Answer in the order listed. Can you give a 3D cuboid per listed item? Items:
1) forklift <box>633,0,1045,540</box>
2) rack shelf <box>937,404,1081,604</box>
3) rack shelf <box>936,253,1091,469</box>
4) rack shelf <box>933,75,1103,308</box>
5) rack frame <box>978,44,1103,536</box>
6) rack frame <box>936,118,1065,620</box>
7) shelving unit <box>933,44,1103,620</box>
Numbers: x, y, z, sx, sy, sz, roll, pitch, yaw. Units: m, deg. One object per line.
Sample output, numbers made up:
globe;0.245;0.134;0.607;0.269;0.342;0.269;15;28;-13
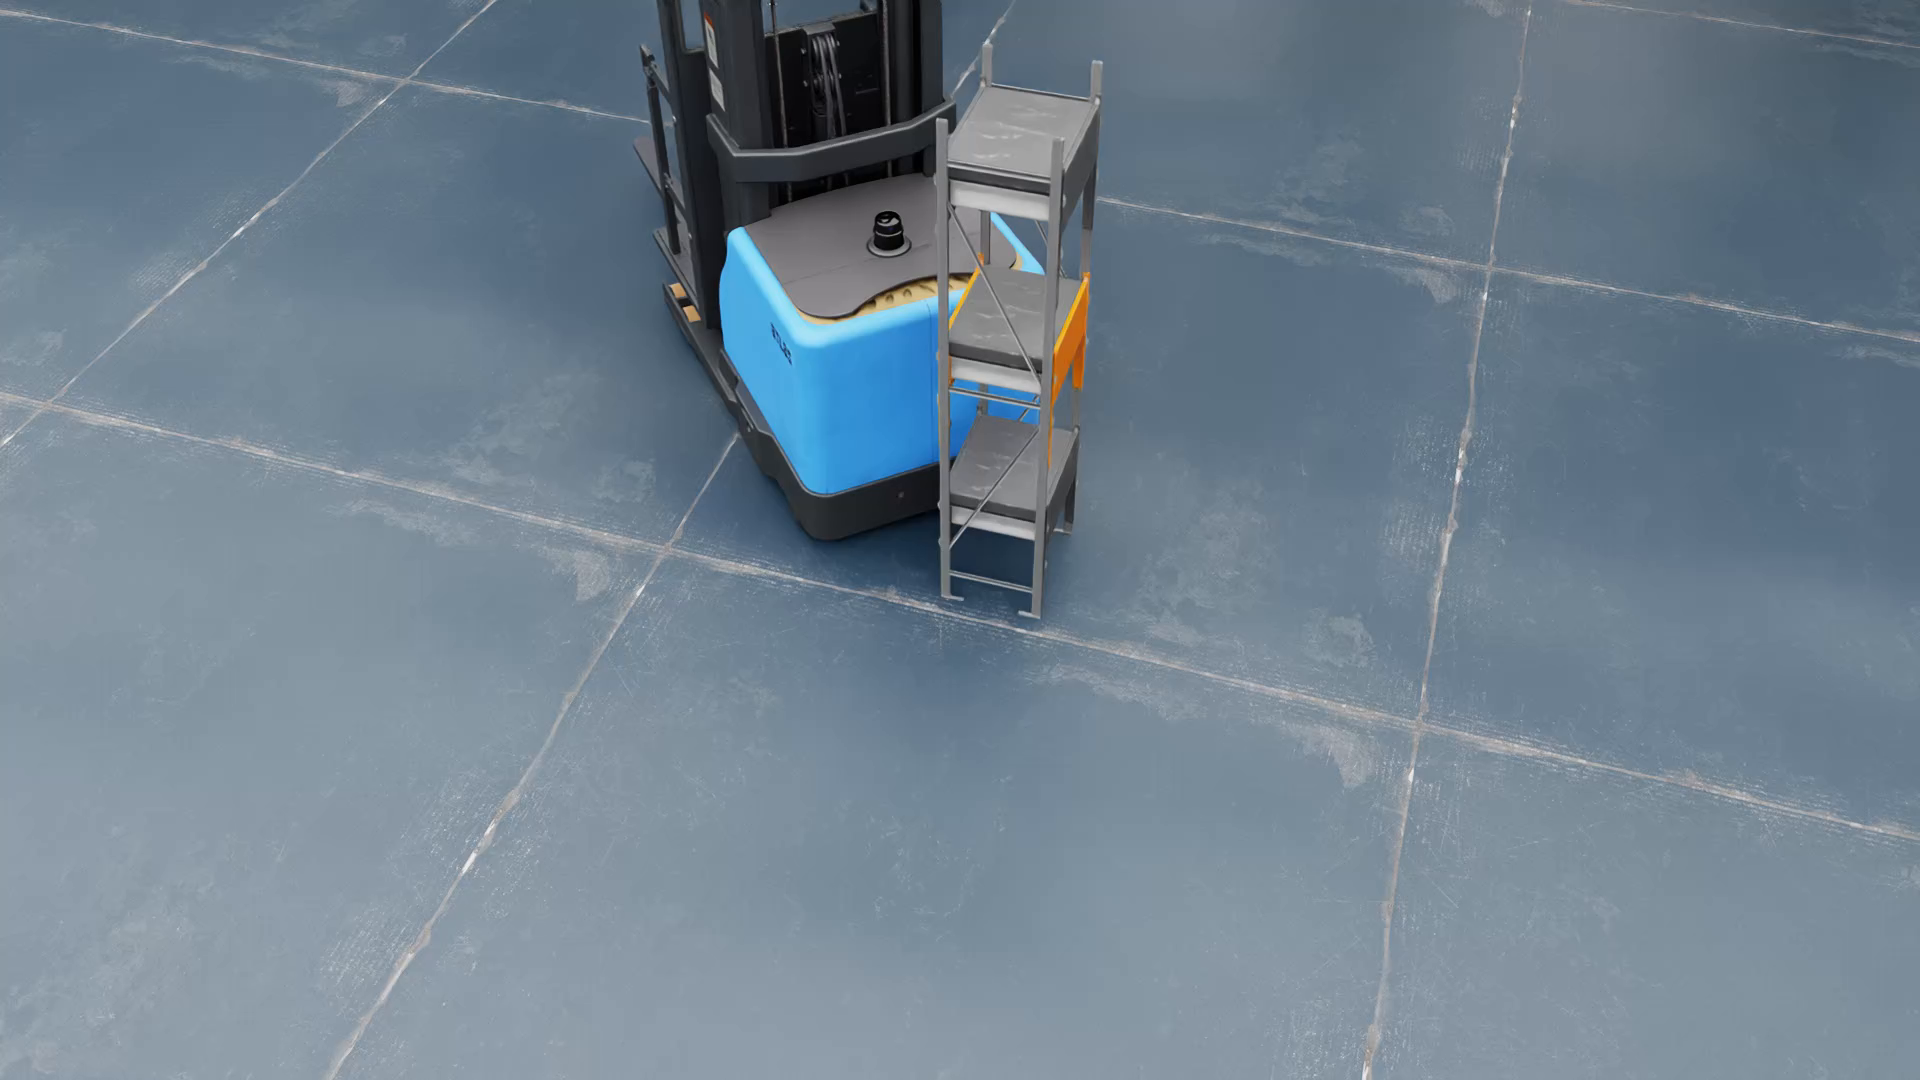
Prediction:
forklift;-0.737;-2.085;6.785;1.130;2.935;3.031;-18;47;-17
rack shelf;0.192;-0.140;6.412;0.431;0.518;0.480;12;46;12
rack shelf;0.192;-0.640;5.922;0.431;0.518;0.480;12;46;12
rack shelf;0.192;-1.141;5.433;0.431;0.518;0.480;12;46;12
rack frame;0.264;-0.813;6.079;0.400;2.100;0.015;12;46;12
rack frame;0.120;-0.487;5.746;0.400;2.100;0.015;12;46;12
shelving unit;0.192;-0.650;5.913;0.431;2.100;0.503;12;46;12
